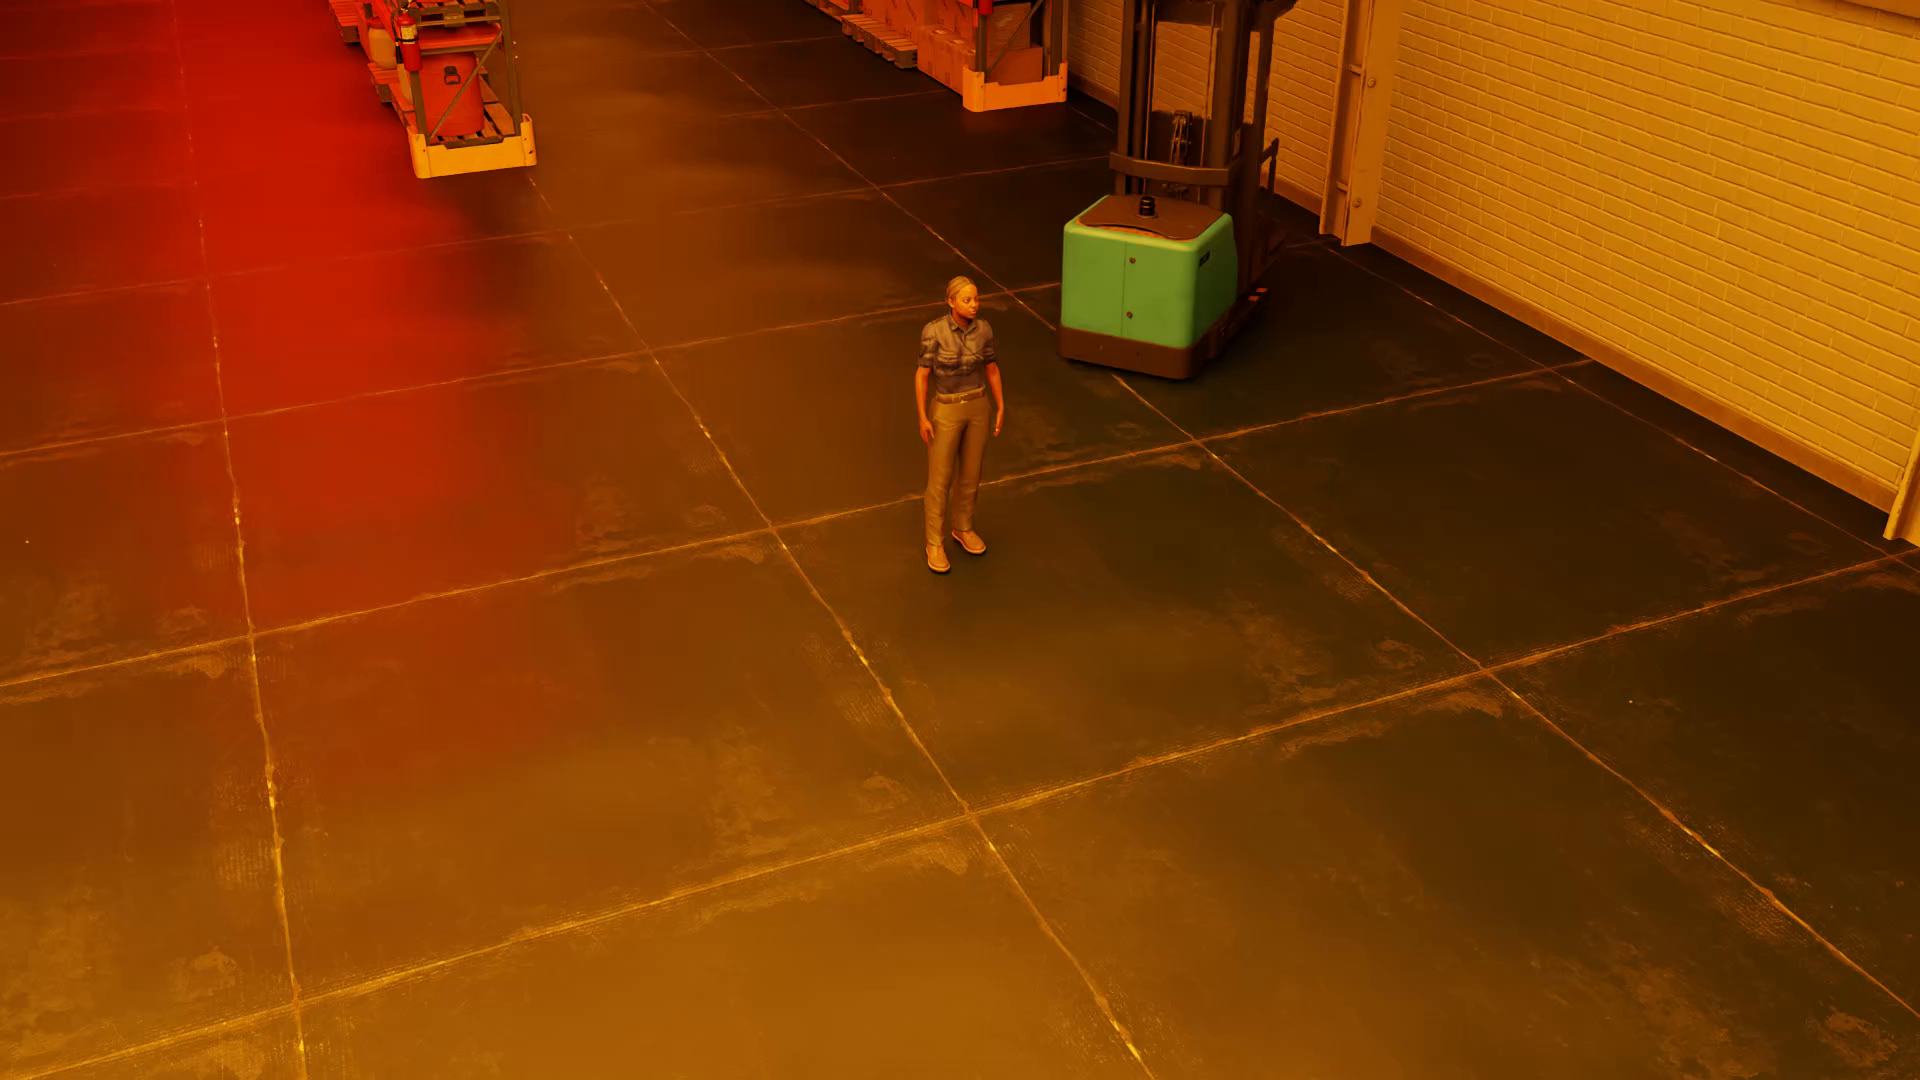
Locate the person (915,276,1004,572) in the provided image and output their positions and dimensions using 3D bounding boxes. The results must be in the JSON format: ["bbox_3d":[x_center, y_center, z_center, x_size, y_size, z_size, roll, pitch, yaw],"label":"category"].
[{"bbox_3d":[0.017,-0.680,9.582,0.570,1.656,0.503,-12,32,-20],"label":"person"}]

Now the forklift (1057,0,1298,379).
[{"bbox_3d":[1.841,-3.132,12.596,1.130,2.935,3.031,14,33,23],"label":"forklift"}]
